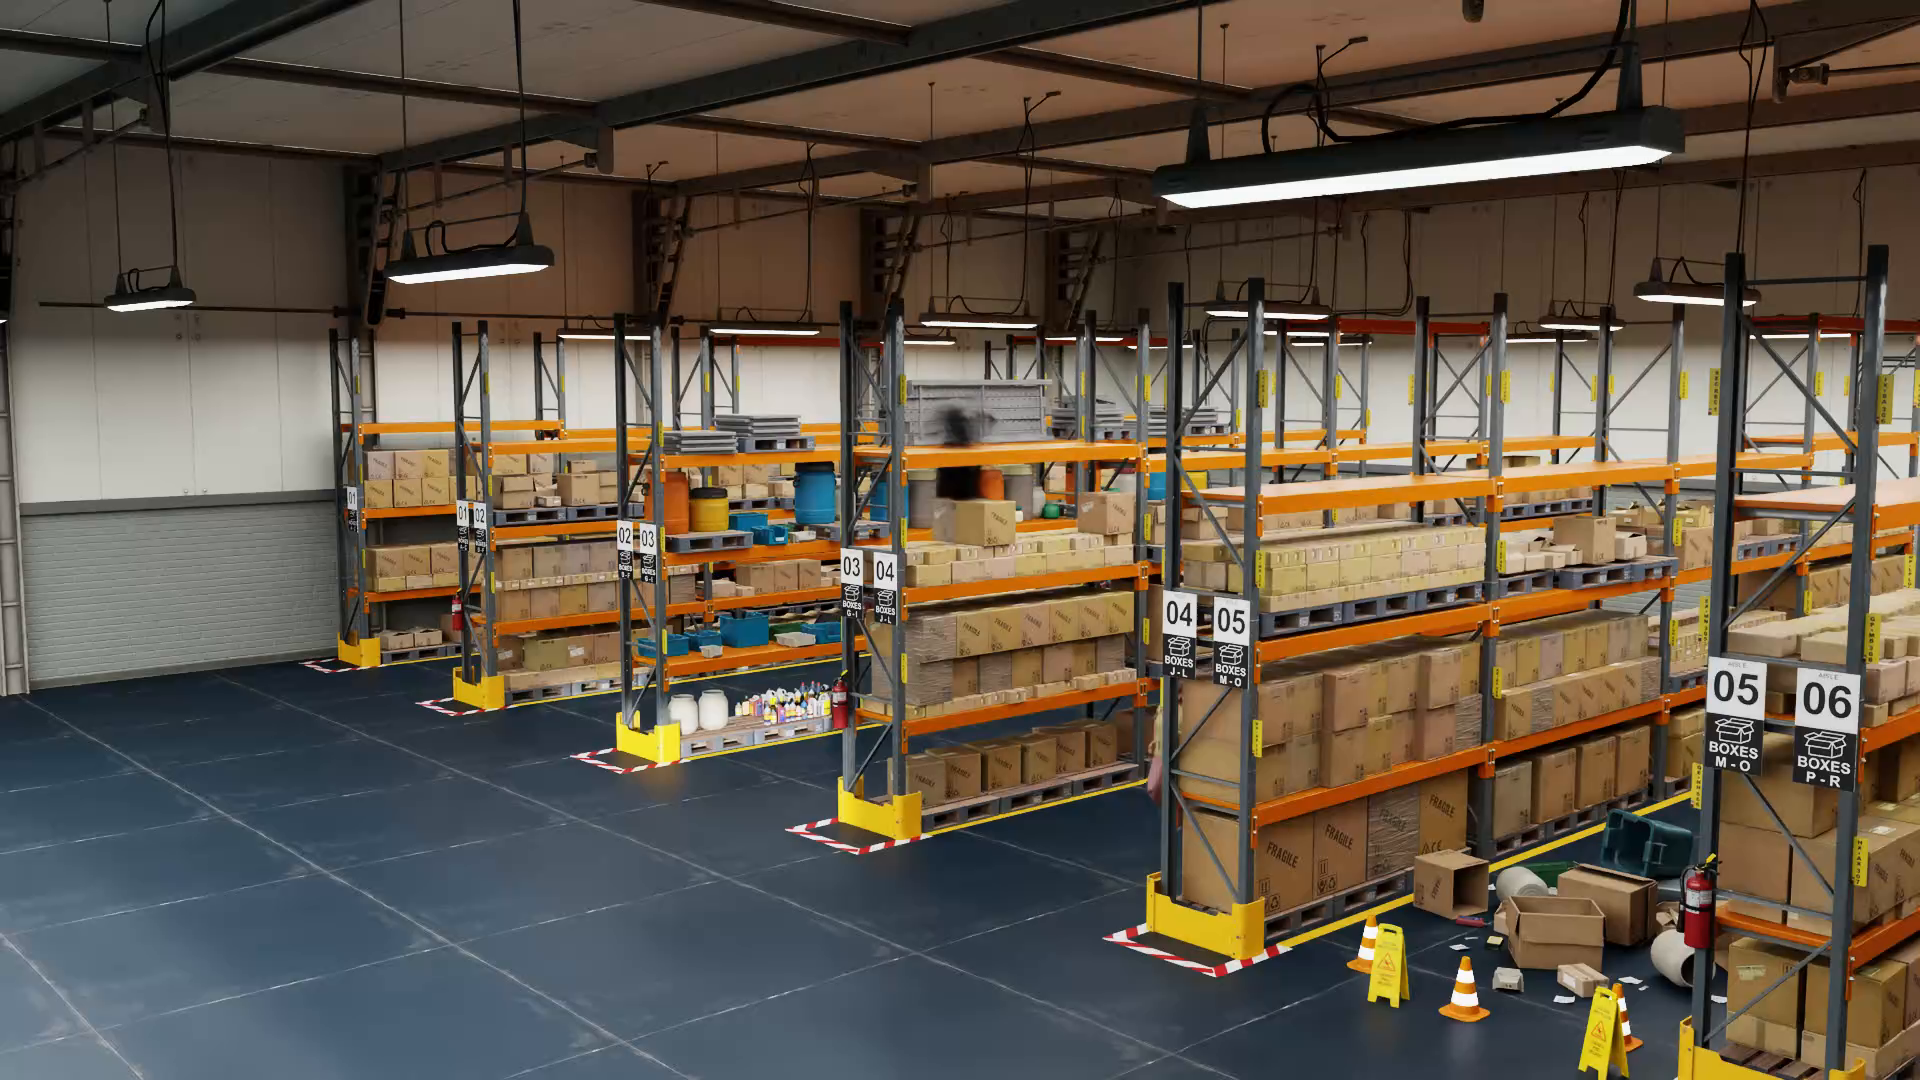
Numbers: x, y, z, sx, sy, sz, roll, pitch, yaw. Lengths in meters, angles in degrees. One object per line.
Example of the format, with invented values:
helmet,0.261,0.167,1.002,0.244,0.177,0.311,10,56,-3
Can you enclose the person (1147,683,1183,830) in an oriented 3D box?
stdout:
person,2.211,2.317,17.638,0.566,1.651,0.549,4,7,34

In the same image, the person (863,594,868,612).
person,-1.792,0.873,34.812,0.550,1.693,0.904,4,7,33
